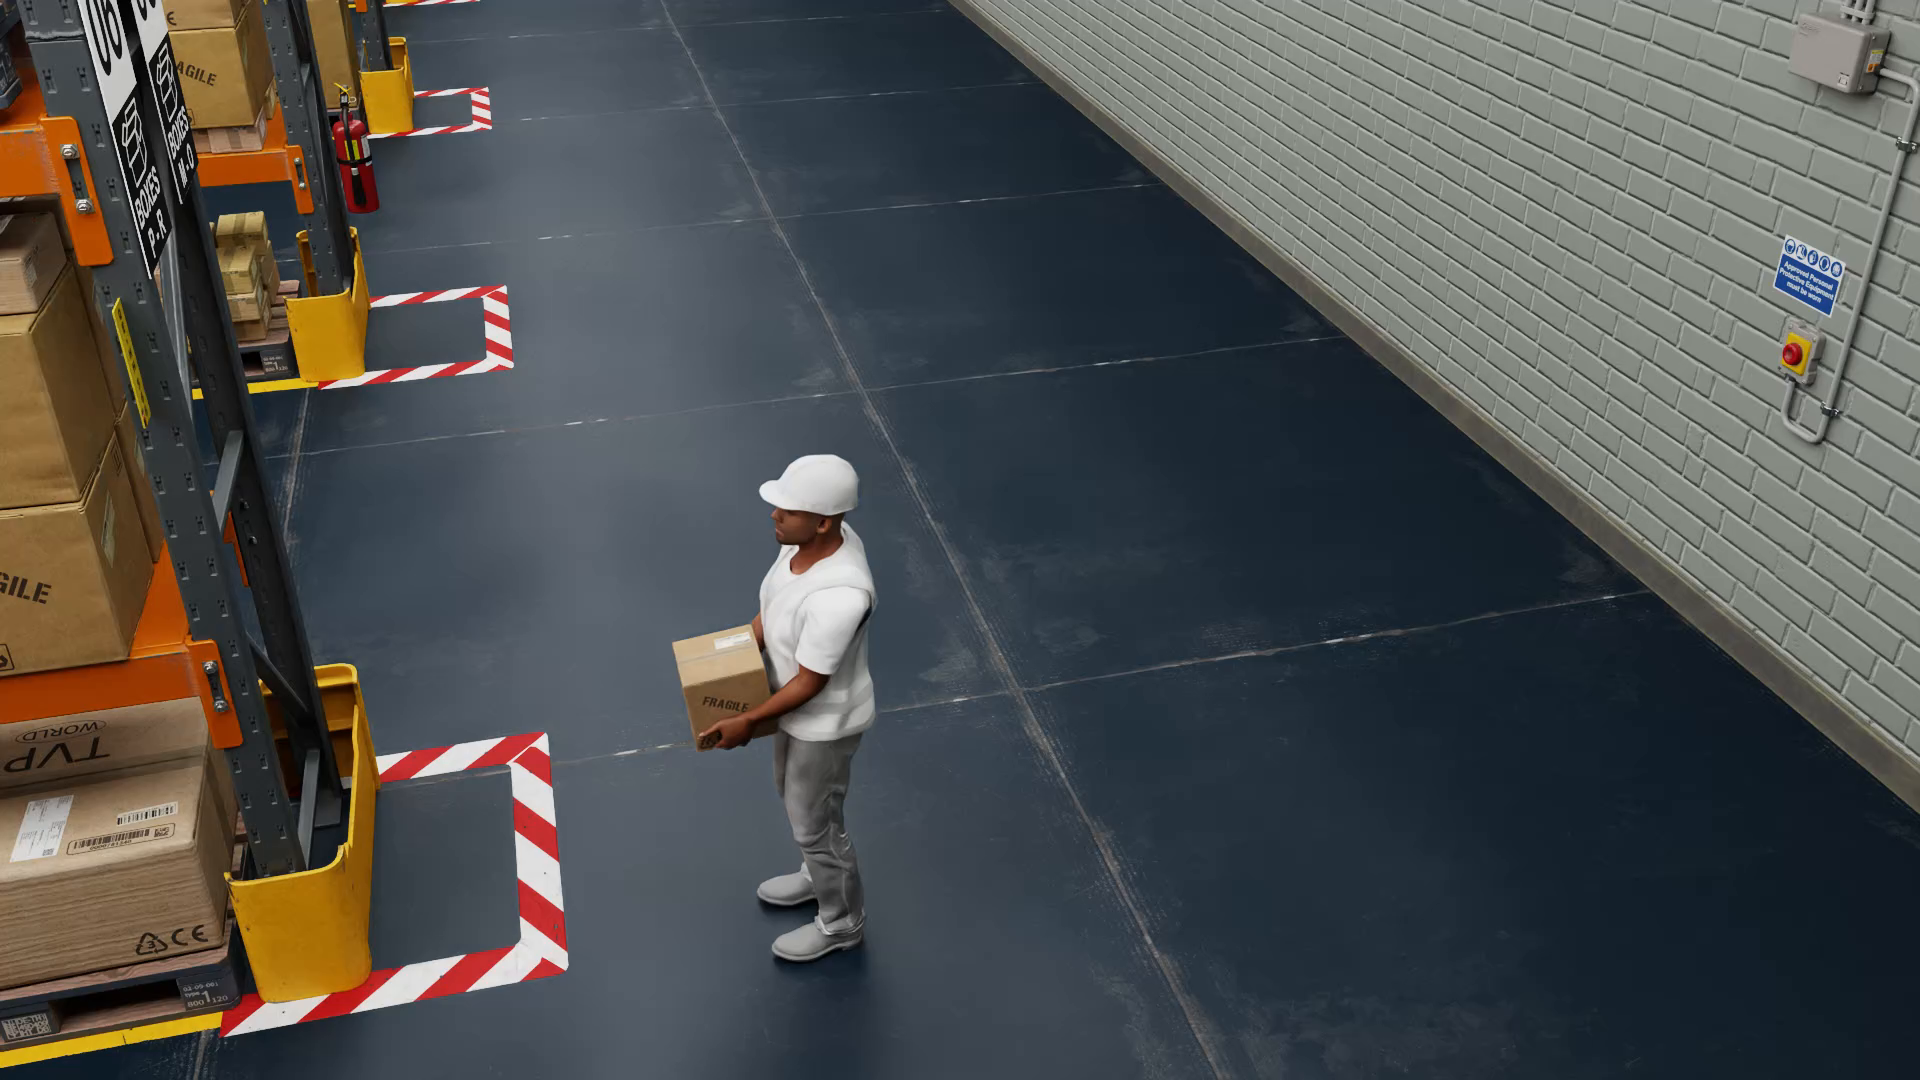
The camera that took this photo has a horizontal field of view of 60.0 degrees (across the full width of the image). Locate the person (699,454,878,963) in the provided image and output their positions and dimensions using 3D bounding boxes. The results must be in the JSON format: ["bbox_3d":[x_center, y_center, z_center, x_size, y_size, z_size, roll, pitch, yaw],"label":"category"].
[{"bbox_3d":[-0.542,0.539,5.174,0.567,1.769,0.528,-8,31,-13],"label":"person"}]
